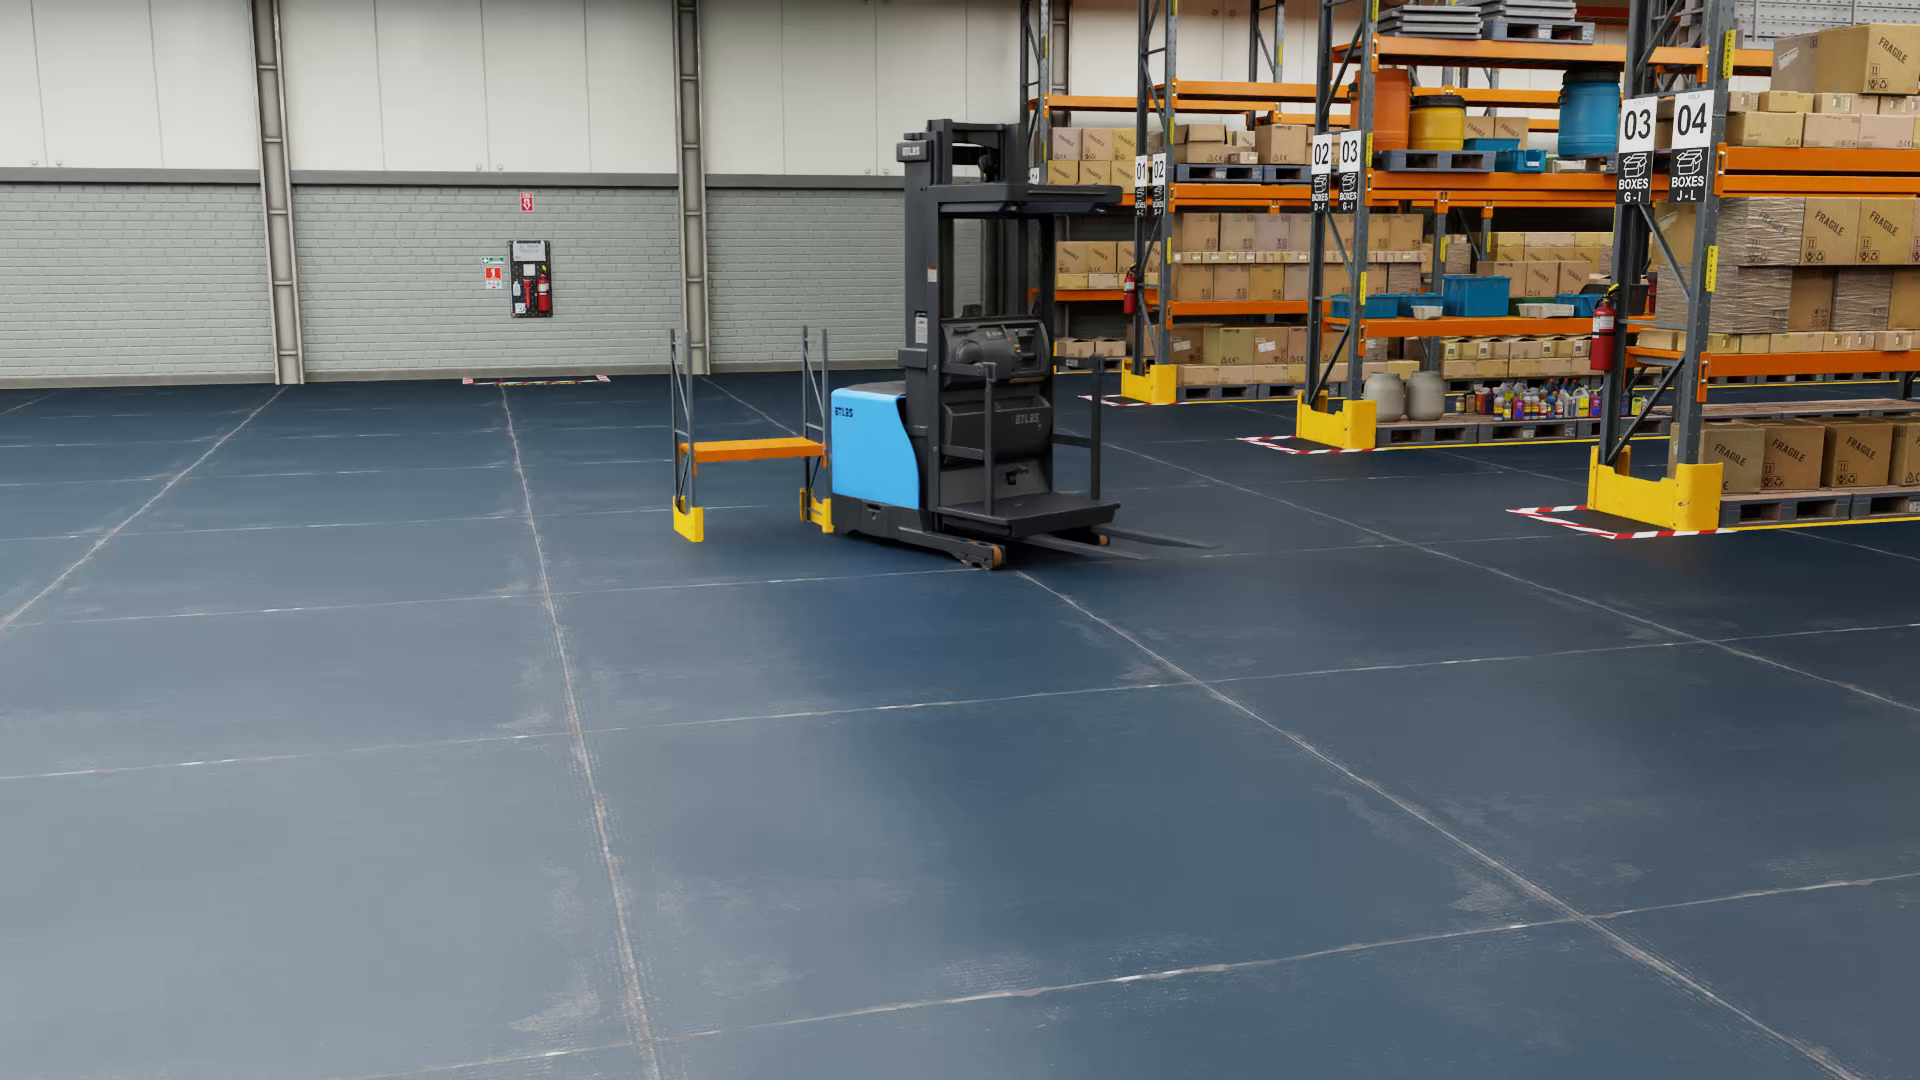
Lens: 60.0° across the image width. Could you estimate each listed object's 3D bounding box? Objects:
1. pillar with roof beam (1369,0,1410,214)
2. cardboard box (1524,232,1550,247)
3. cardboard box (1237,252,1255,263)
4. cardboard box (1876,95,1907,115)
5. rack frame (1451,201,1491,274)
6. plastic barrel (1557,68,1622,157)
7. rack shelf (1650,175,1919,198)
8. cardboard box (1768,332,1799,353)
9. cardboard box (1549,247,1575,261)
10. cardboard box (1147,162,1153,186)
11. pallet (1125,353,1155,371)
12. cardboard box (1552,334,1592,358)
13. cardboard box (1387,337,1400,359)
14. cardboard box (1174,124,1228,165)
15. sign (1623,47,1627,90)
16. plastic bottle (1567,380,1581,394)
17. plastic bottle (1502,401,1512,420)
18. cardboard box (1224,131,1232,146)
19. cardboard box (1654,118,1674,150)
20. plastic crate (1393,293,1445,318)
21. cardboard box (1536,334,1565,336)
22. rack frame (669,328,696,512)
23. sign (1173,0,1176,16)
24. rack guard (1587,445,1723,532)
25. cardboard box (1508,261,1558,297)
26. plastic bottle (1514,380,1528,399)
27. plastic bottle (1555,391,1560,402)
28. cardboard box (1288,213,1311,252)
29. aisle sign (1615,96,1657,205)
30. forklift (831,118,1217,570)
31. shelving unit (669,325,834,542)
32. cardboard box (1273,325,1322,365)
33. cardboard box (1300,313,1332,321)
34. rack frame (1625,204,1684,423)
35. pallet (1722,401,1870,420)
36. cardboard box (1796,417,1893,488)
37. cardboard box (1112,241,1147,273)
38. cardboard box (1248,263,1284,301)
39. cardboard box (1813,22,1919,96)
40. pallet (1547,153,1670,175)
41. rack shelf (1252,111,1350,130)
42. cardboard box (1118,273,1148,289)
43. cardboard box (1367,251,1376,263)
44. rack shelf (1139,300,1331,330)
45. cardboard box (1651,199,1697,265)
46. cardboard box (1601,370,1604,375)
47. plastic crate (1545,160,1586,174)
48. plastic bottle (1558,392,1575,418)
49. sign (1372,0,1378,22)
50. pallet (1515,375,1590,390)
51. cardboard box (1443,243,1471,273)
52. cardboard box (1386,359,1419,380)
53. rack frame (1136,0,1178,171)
[{"bbox_3d":[8.551,-6.916,24.761,0.548,9.000,9.100,-3,11,-16],"label":"pillar with roof beam"},{"bbox_3d":[9.861,-5.209,28.834,0.500,0.250,0.500,-3,11,-17],"label":"cardboard box"},{"bbox_3d":[3.717,-3.753,22.080,0.250,0.149,0.380,-3,11,-17],"label":"cardboard box"},{"bbox_3d":[6.897,-3.273,12.567,0.250,0.149,0.380,-4,11,-19],"label":"cardboard box"},{"bbox_3d":[8.837,-4.630,28.910,0.127,3.000,1.000,-3,11,-16],"label":"rack frame"},{"bbox_3d":[6.780,-4.602,17.928,0.708,0.901,0.600,-3,11,-16],"label":"plastic barrel"},{"bbox_3d":[9.686,-3.928,18.798,4.000,0.370,1.077,-3,11,-16],"label":"rack shelf"},{"bbox_3d":[6.139,-1.510,12.660,0.250,0.149,0.380,-3,11,-16],"label":"cardboard box"},{"bbox_3d":[10.357,-4.865,29.034,0.500,0.500,0.500,-3,11,-16],"label":"cardboard box"},{"bbox_3d":[3.079,-5.811,26.712,0.500,0.500,0.500,-2,11,-12],"label":"cardboard box"},{"bbox_3d":[3.188,-2.953,27.506,1.213,0.211,1.003,-3,11,-16],"label":"pallet"},{"bbox_3d":[8.809,-2.777,23.731,0.500,0.311,0.500,-3,11,-16],"label":"cardboard box"},{"bbox_3d":[5.852,-2.820,23.445,0.500,0.500,0.500,-3,11,-16],"label":"cardboard box"},{"bbox_3d":[3.097,-5.194,21.856,0.637,0.503,0.797,-2,11,-12],"label":"cardboard box"},{"bbox_3d":[5.174,-3.650,12.856,0.005,0.325,0.100,-3,11,-16],"label":"sign"},{"bbox_3d":[6.915,-1.625,18.689,0.185,0.351,0.144,-3,11,-16],"label":"plastic bottle"},{"bbox_3d":[5.852,-1.386,17.802,0.097,0.201,0.097,0,10,0],"label":"plastic bottle"},{"bbox_3d":[4.065,-6.351,26.882,0.500,0.500,0.500,-2,11,-13],"label":"cardboard box"},{"bbox_3d":[5.701,-3.112,12.793,0.500,0.250,0.500,-3,11,-15],"label":"cardboard box"},{"bbox_3d":[4.947,-2.539,17.962,0.408,0.251,0.499,-3,11,-16],"label":"plastic crate"},{"bbox_3d":[8.648,-2.870,24.236,0.500,0.311,0.500,-3,11,-17],"label":"cardboard box"},{"bbox_3d":[-2.014,-0.771,12.093,0.032,1.500,0.500,-5,11,-23],"label":"rack frame"},{"bbox_3d":[2.693,-6.755,20.866,0.005,0.325,0.100,-3,11,-16],"label":"sign"},{"bbox_3d":[5.382,-0.416,12.926,0.348,0.500,1.175,-3,11,-16],"label":"rack guard"},{"bbox_3d":[8.113,-3.703,23.603,0.500,0.500,0.500,-3,11,-16],"label":"cardboard box"},{"bbox_3d":[6.285,-1.619,18.656,0.185,0.351,0.144,-3,11,-16],"label":"plastic bottle"},{"bbox_3d":[6.546,-1.488,18.130,0.133,0.283,0.061,-3,11,-16],"label":"plastic bottle"},{"bbox_3d":[4.515,-4.154,22.465,0.500,0.500,0.700,-3,11,-16],"label":"cardboard box"},{"bbox_3d":[5.166,-2.969,12.709,0.004,0.787,0.394,-3,11,-16],"label":"aisle sign"},{"bbox_3d":[0.393,-1.346,11.264,1.130,2.935,3.031,-9,14,-40],"label":"forklift"},{"bbox_3d":[-1.540,-0.809,12.298,1.083,1.500,0.587,-5,11,-23],"label":"shelving unit"},{"bbox_3d":[4.562,-2.651,22.524,0.500,0.500,0.500,-3,11,-16],"label":"cardboard box"},{"bbox_3d":[6.121,-3.846,28.271,0.500,0.250,0.500,-3,11,-17],"label":"cardboard box"},{"bbox_3d":[7.766,-2.705,18.455,0.127,3.000,1.000,-3,11,-16],"label":"rack frame"},{"bbox_3d":[9.682,-1.442,19.299,1.213,0.211,1.003,-3,11,-16],"label":"pallet"},{"bbox_3d":[7.084,-0.712,13.374,0.500,0.500,0.500,-2,11,-11],"label":"cardboard box"},{"bbox_3d":[2.674,-4.550,26.764,0.500,0.500,0.500,-3,11,-18],"label":"cardboard box"},{"bbox_3d":[3.977,-3.486,22.421,0.500,0.500,0.700,-3,11,-16],"label":"cardboard box"},{"bbox_3d":[6.810,-3.586,12.479,0.500,0.500,0.500,-3,11,-16],"label":"cardboard box"},{"bbox_3d":[7.100,-4.034,17.910,1.003,0.211,1.213,-3,11,-16],"label":"pallet"},{"bbox_3d":[6.917,-6.928,27.918,4.000,0.370,1.077,-3,11,-16],"label":"rack shelf"},{"bbox_3d":[2.699,-4.184,26.847,0.500,0.250,0.500,-3,11,-17],"label":"cardboard box"},{"bbox_3d":[5.443,-3.844,22.575,0.250,0.149,0.380,-3,11,-16],"label":"cardboard box"},{"bbox_3d":[4.465,-3.111,22.649,4.000,0.370,1.077,-3,11,-16],"label":"rack shelf"},{"bbox_3d":[5.768,-2.400,12.937,0.500,0.500,0.500,-3,11,-16],"label":"cardboard box"},{"bbox_3d":[9.294,-2.527,23.924,0.500,0.250,0.500,-3,11,-17],"label":"cardboard box"},{"bbox_3d":[6.338,-3.899,17.384,0.396,0.136,0.243,-3,11,-16],"label":"plastic crate"},{"bbox_3d":[6.576,-1.466,18.030,0.135,0.276,0.152,-3,11,-15],"label":"plastic bottle"},{"bbox_3d":[4.075,-5.254,16.311,0.005,0.325,0.100,-3,11,-16],"label":"sign"},{"bbox_3d":[8.255,-2.301,23.964,1.213,0.211,1.003,-3,11,-16],"label":"pallet"},{"bbox_3d":[8.389,-4.870,28.722,0.500,0.500,0.700,-4,11,-23],"label":"cardboard box"},{"bbox_3d":[6.001,-2.359,23.010,0.500,0.250,0.500,-3,11,-16],"label":"cardboard box"},{"bbox_3d":[2.544,-6.314,21.491,0.127,3.000,1.000,-3,11,-16],"label":"rack frame"}]
